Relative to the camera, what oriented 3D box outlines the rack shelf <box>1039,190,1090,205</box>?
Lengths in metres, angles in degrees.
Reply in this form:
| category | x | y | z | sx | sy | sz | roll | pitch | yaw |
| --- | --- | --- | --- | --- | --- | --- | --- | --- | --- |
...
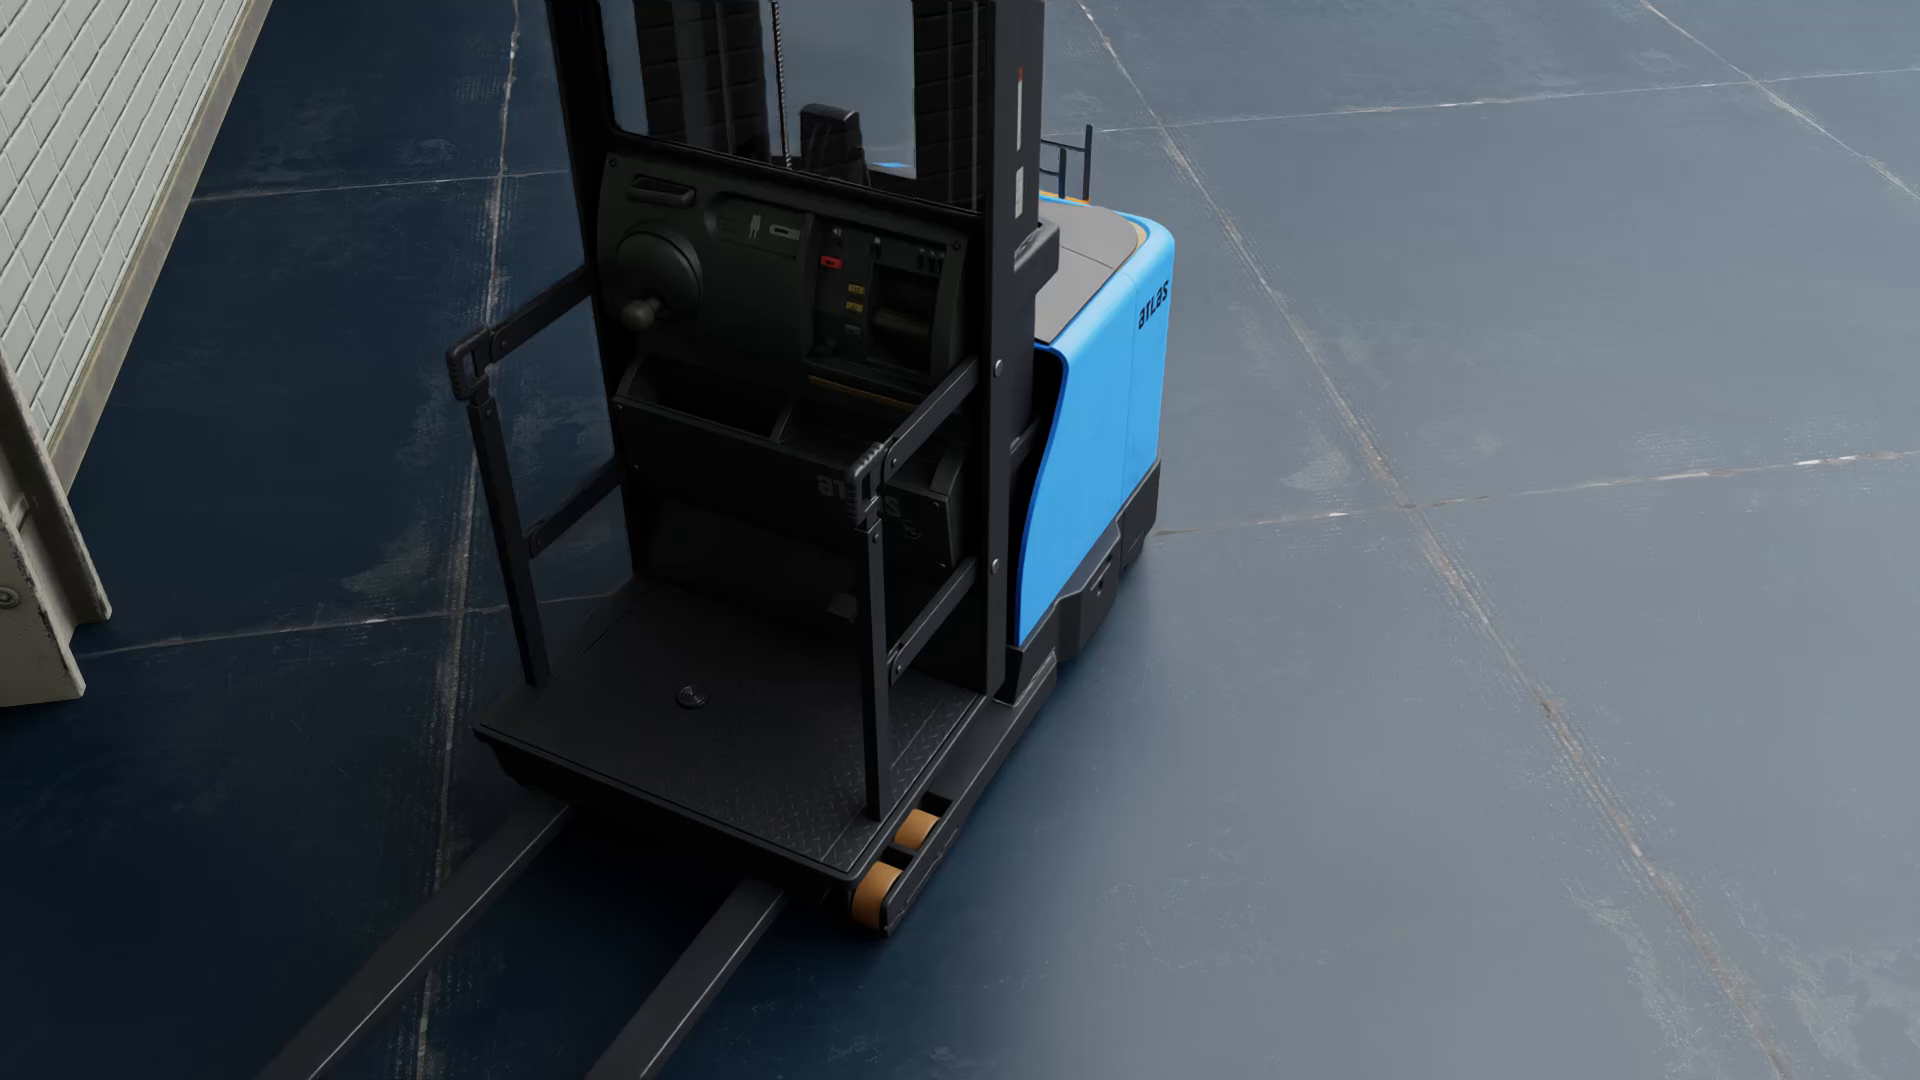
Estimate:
| category | x | y | z | sx | sy | sz | roll | pitch | yaw |
| --- | --- | --- | --- | --- | --- | --- | --- | --- | --- |
| rack shelf | 0.239 | -0.969 | 5.004 | 0.258 | 0.103 | 0.180 | 17 | 41 | 21 |

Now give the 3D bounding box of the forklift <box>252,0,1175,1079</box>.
| category | x | y | z | sx | sy | sz | roll | pitch | yaw |
| --- | --- | --- | --- | --- | --- | --- | --- | --- | --- |
| forklift | -0.506 | -0.526 | 3.538 | 1.130 | 2.935 | 3.031 | 17 | 41 | 21 |

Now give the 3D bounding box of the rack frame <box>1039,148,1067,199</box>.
| category | x | y | z | sx | sy | sz | roll | pitch | yaw |
| --- | --- | --- | --- | --- | --- | --- | --- | --- | --- |
| rack frame | 0.197 | -0.669 | 5.134 | 0.240 | 1.200 | 0.006 | 17 | 41 | 21 |

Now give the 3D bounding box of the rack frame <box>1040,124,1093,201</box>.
| category | x | y | z | sx | sy | sz | roll | pitch | yaw |
| --- | --- | --- | --- | --- | --- | --- | --- | --- | --- |
| rack frame | 0.281 | -0.769 | 5.262 | 0.240 | 1.200 | 0.006 | 17 | 41 | 21 |

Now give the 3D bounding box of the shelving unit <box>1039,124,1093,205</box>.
| category | x | y | z | sx | sy | sz | roll | pitch | yaw |
| --- | --- | --- | --- | --- | --- | --- | --- | --- | --- |
| shelving unit | 0.239 | -0.719 | 5.198 | 0.258 | 1.200 | 0.189 | 17 | 41 | 21 |
